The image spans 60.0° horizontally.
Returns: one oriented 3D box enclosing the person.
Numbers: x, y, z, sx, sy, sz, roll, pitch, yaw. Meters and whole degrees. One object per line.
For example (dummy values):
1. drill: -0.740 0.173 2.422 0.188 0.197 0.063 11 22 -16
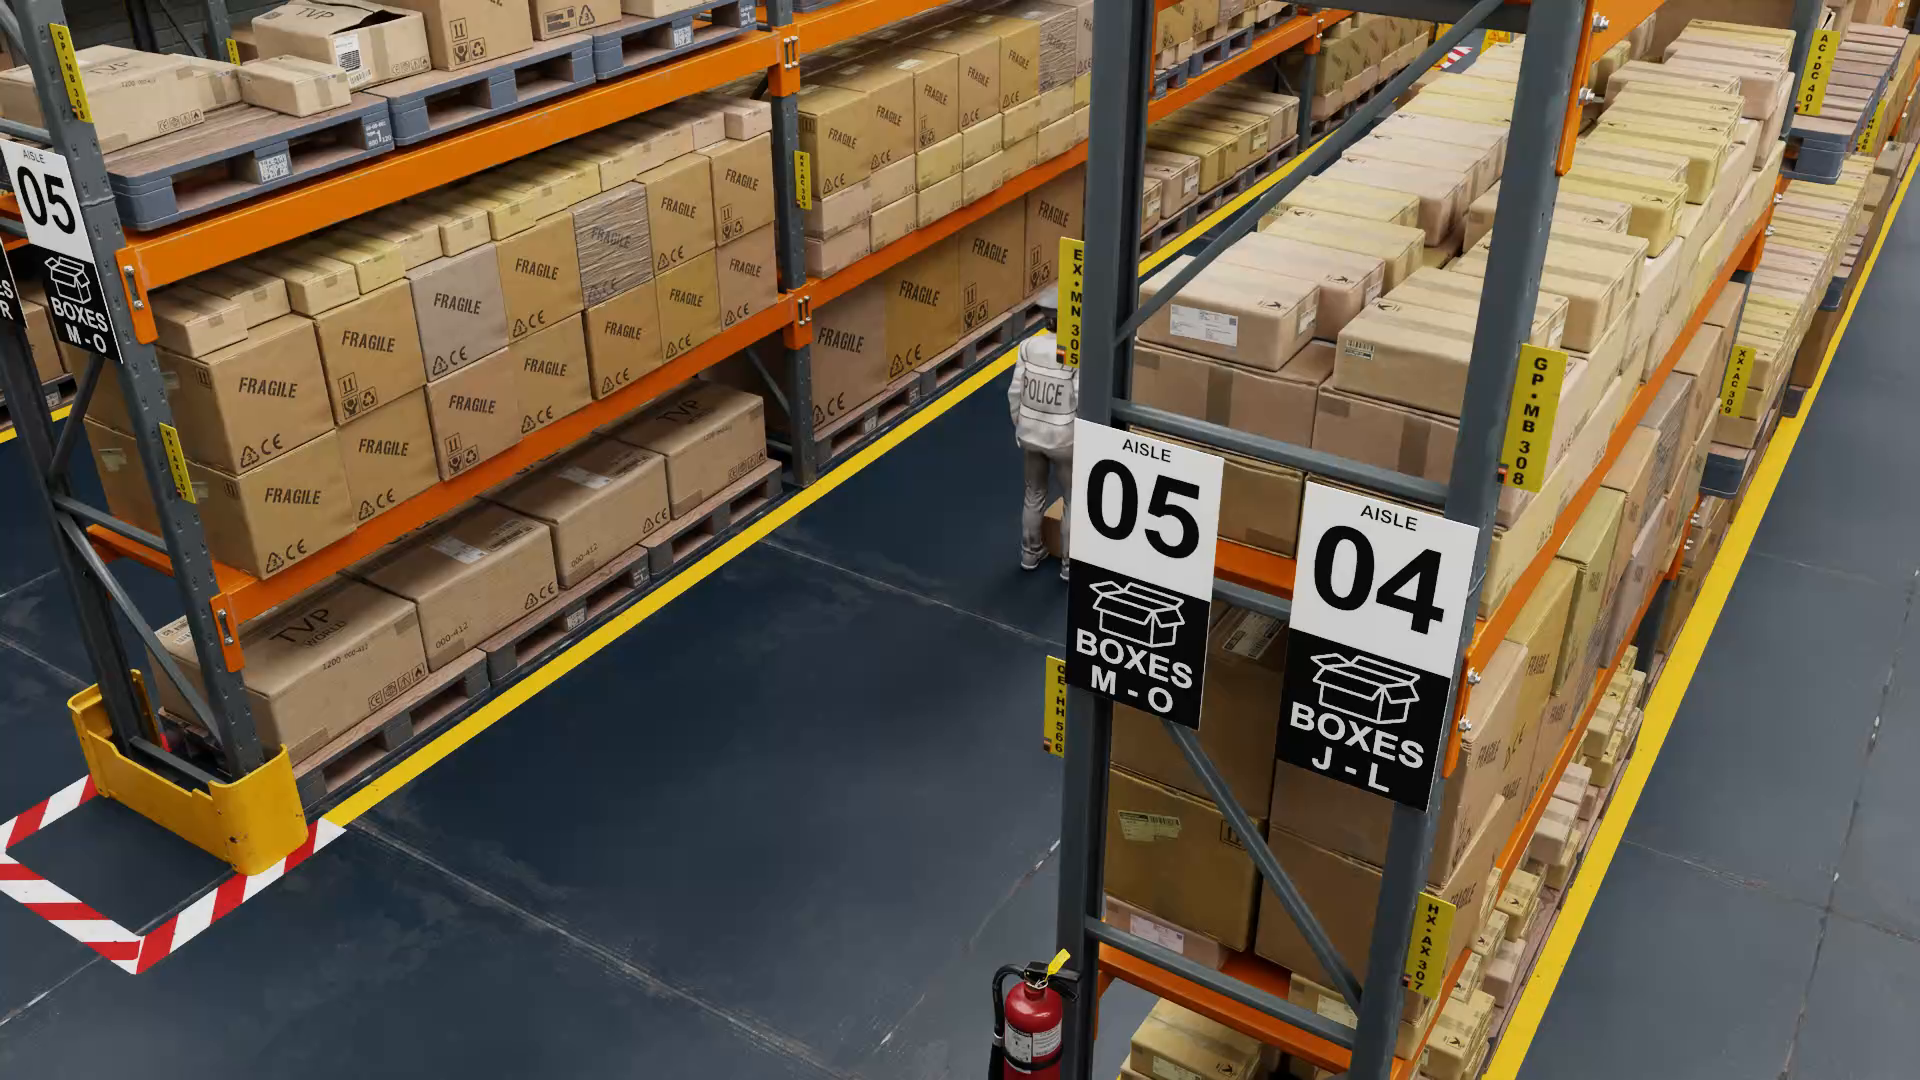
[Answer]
1. person: 0.516 -0.564 9.130 0.530 1.663 0.377 18 35 27
